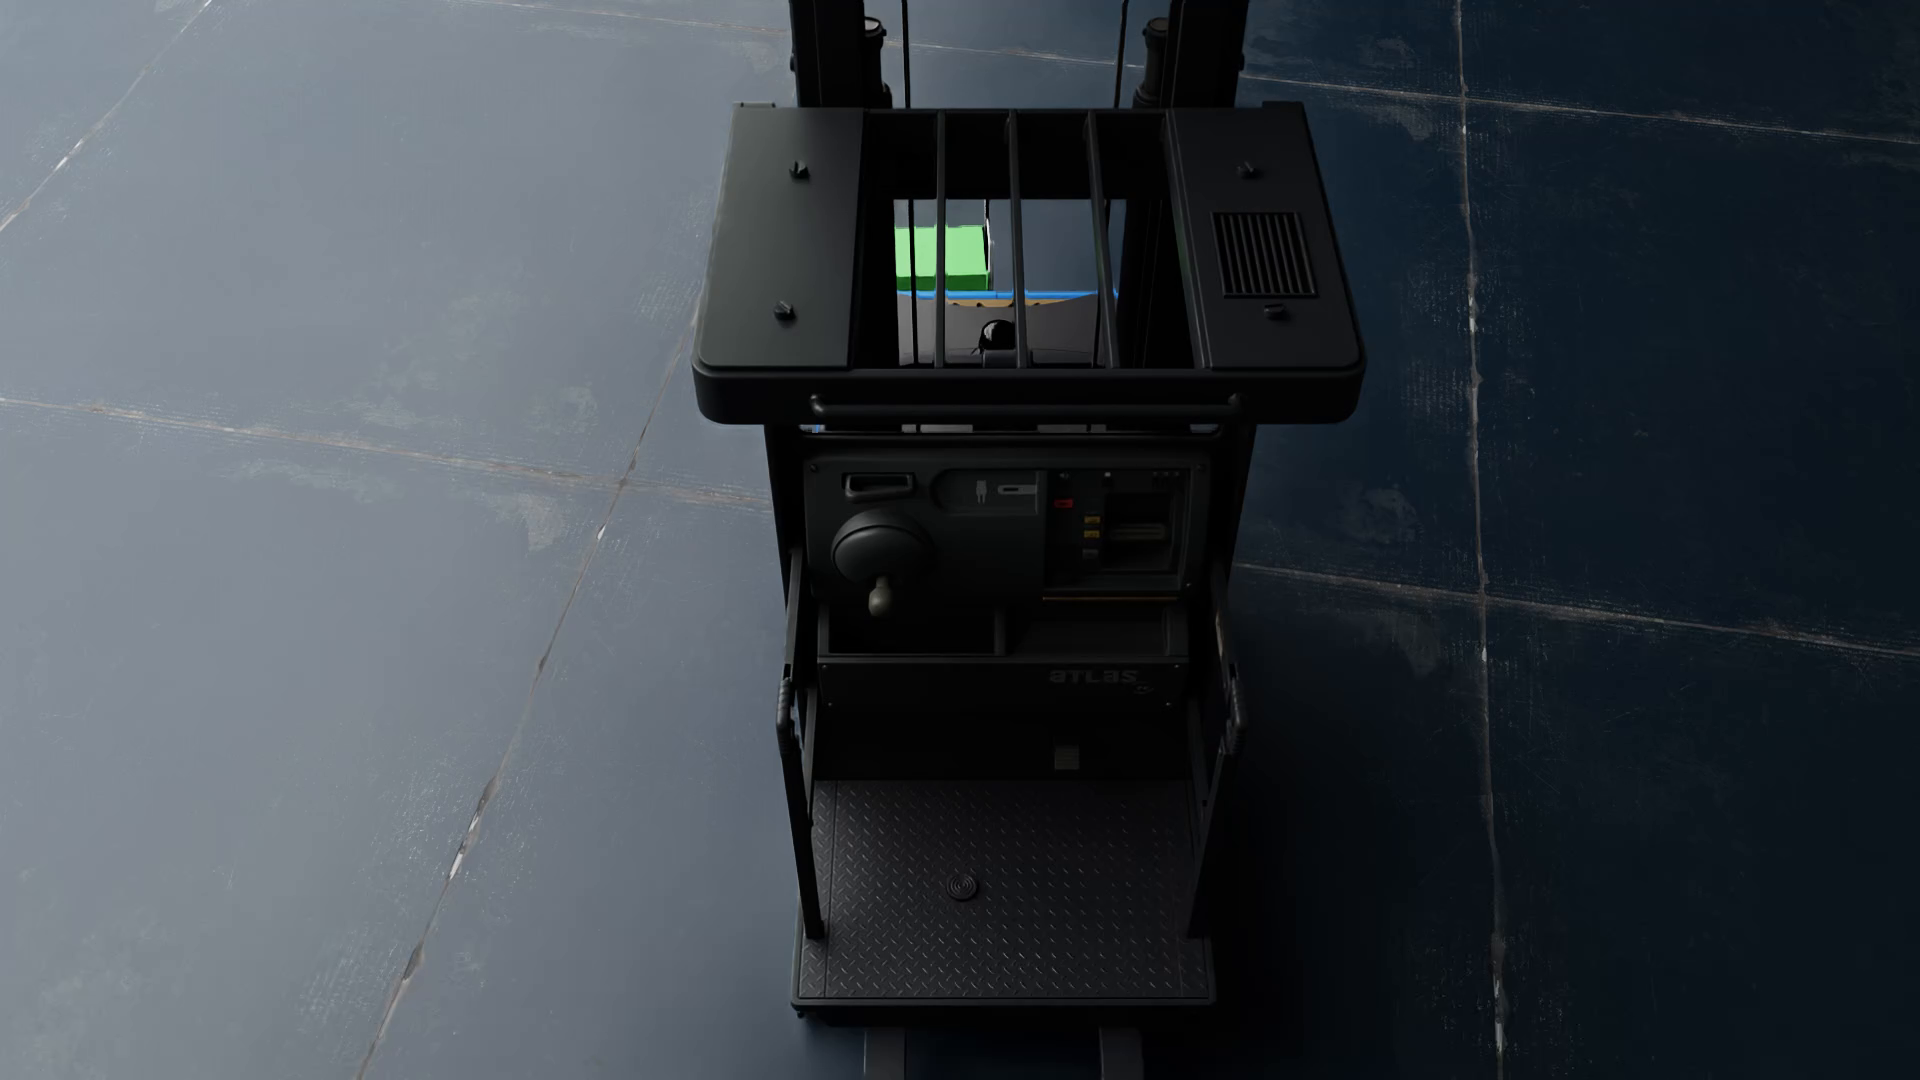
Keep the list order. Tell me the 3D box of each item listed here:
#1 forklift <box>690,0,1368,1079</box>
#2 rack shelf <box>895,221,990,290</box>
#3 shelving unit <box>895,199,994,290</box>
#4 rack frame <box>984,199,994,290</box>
[{"bbox_3d":[0.111,0.083,3.705,1.130,2.935,3.031,0,48,0],"label":"forklift"},{"bbox_3d":[-0.155,-0.845,5.143,0.480,0.148,0.258,-2,48,-2],"label":"rack shelf"},{"bbox_3d":[-0.155,-0.566,5.452,0.503,1.200,0.258,-2,48,-2],"label":"shelving unit"},{"bbox_3d":[0.089,-0.575,5.460,0.015,1.200,0.240,-2,48,-2],"label":"rack frame"}]
